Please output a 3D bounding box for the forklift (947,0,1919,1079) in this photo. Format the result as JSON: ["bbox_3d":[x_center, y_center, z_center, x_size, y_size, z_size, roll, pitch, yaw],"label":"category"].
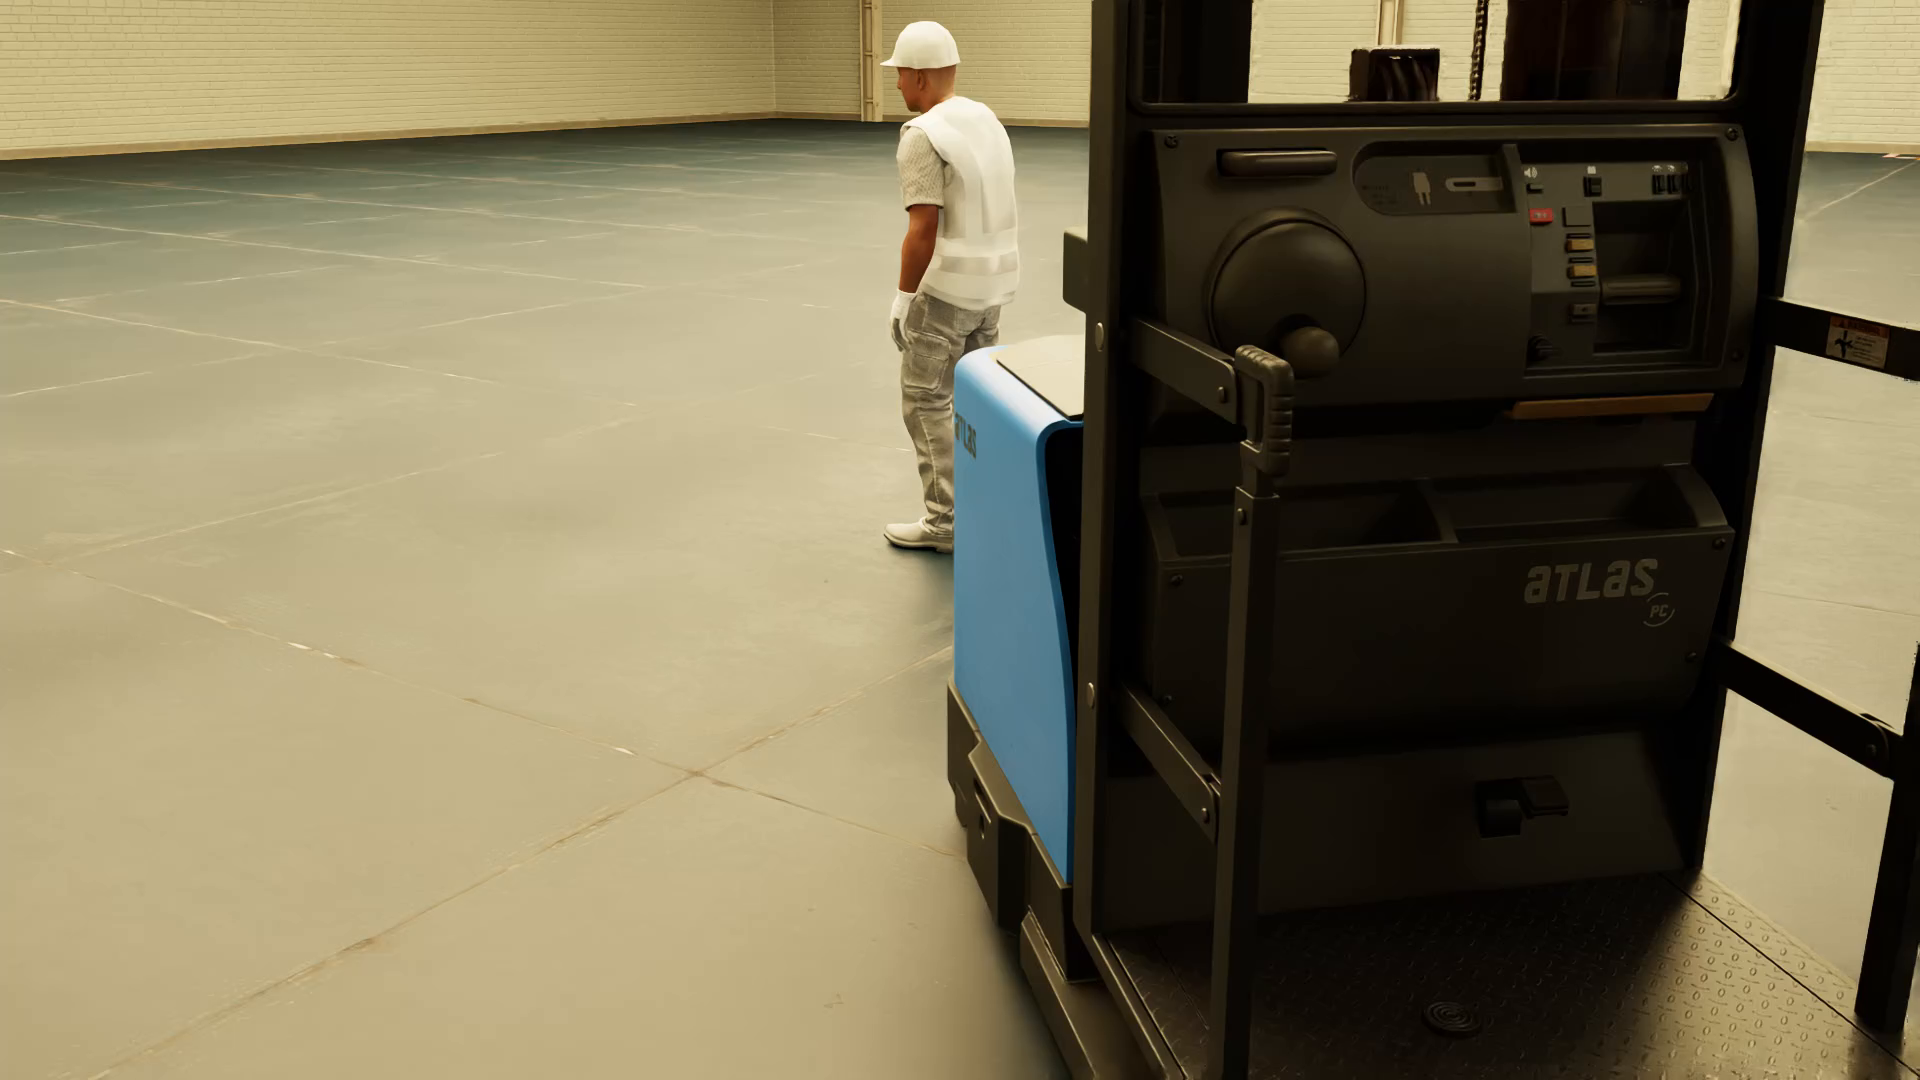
[{"bbox_3d":[0.777,-0.414,2.217,1.130,2.935,3.031,-3,17,-11],"label":"forklift"}]

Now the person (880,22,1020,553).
[{"bbox_3d":[-0.042,-0.850,5.702,0.449,1.773,0.620,10,19,30],"label":"person"}]
